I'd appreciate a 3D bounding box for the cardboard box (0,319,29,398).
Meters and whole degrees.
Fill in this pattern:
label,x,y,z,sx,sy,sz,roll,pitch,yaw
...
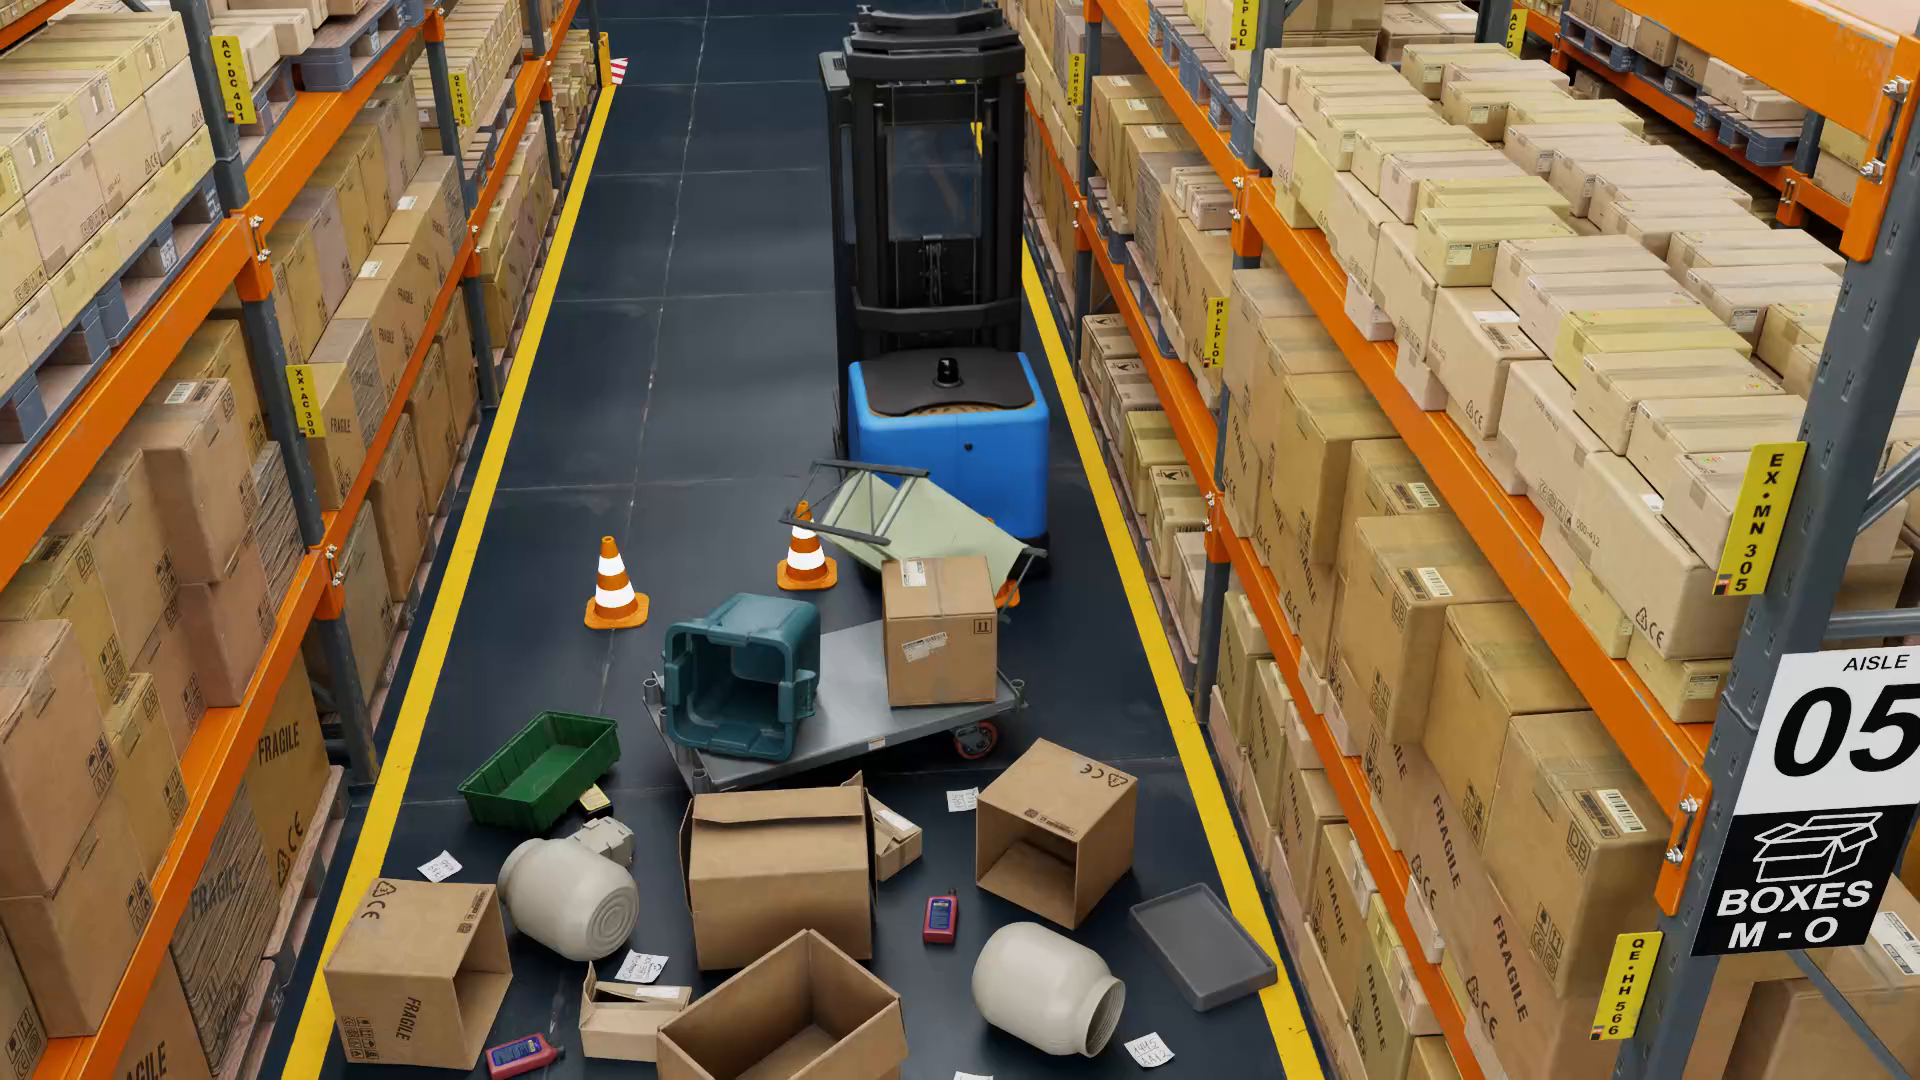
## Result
label,x,y,z,sx,sy,sz,roll,pitch,yaw
cardboard box,-2.733,-0.463,4.413,0.380,0.149,0.250,-2,31,-4

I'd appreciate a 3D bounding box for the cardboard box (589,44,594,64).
label,x,y,z,sx,sy,sz,roll,pitch,yaw
cardboard box,-4.040,-5.093,17.431,0.380,0.149,0.250,-4,31,-6

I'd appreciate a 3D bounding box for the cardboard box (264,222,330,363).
label,x,y,z,sx,sy,sz,roll,pitch,yaw
cardboard box,-3.354,-1.126,7.637,0.700,0.500,0.500,-3,31,-5

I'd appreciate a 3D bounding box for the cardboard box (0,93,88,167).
label,x,y,z,sx,sy,sz,roll,pitch,yaw
cardboard box,-2.805,-1.195,4.860,0.380,0.149,0.250,-3,31,-4

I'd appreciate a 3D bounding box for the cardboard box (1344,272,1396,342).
label,x,y,z,sx,sy,sz,roll,pitch,yaw
cardboard box,1.485,-0.773,5.439,0.380,0.149,0.250,-3,31,-6

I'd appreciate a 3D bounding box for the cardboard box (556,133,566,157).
label,x,y,z,sx,sy,sz,roll,pitch,yaw
cardboard box,-3.715,-3.507,14.776,0.380,0.149,0.250,-1,31,-2

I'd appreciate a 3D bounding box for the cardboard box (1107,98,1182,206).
label,x,y,z,sx,sy,sz,roll,pitch,yaw
cardboard box,1.161,-2.313,9.900,0.500,0.500,0.500,-1,31,-2

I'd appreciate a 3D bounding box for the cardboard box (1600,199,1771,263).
label,x,y,z,sx,sy,sz,roll,pitch,yaw
cardboard box,2.100,-0.876,4.834,0.380,0.149,0.250,-2,31,-4

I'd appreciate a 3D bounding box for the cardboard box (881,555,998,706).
label,x,y,z,sx,sy,sz,roll,pitch,yaw
cardboard box,-0.102,0.422,7.817,0.500,0.500,0.500,-3,31,-5

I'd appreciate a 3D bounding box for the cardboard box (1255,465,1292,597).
label,x,y,z,sx,sy,sz,roll,pitch,yaw
cardboard box,1.501,-0.104,6.611,0.500,0.500,0.500,-3,31,-5

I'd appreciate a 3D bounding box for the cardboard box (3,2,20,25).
label,x,y,z,sx,sy,sz,roll,pitch,yaw
cardboard box,-8.765,-4.757,15.034,0.380,0.149,0.250,-2,31,-4

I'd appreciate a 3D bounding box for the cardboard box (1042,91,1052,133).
label,x,y,z,sx,sy,sz,roll,pitch,yaw
cardboard box,0.893,-3.168,12.275,0.500,0.250,0.500,-3,31,-5

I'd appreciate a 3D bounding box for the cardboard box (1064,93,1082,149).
label,x,y,z,sx,sy,sz,roll,pitch,yaw
cardboard box,0.995,-2.854,11.262,0.500,0.250,0.500,-3,31,-5

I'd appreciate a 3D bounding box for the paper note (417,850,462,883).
label,x,y,z,sx,sy,sz,roll,pitch,yaw
paper note,-2.287,1.437,7.315,0.142,0.020,0.147,27,40,37

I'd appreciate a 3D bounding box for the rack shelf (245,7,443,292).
label,x,y,z,sx,sy,sz,roll,pitch,yaw
rack shelf,-3.439,-2.138,8.180,1.077,0.370,4.000,-3,31,-5

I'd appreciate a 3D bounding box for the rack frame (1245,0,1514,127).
label,x,y,z,sx,sy,sz,roll,pitch,yaw
rack frame,1.667,-3.002,6.001,1.000,3.000,0.127,-3,31,-5

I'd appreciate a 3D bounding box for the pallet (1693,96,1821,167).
label,x,y,z,sx,sy,sz,roll,pitch,yaw
pallet,6.102,-2.969,11.982,1.213,0.211,1.003,-3,31,-5

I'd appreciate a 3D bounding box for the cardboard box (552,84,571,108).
label,x,y,z,sx,sy,sz,roll,pitch,yaw
cardboard box,-3.854,-4.156,15.573,0.380,0.149,0.250,-2,31,-4

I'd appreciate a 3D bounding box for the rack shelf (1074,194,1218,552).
label,x,y,z,sx,sy,sz,roll,pitch,yaw
rack shelf,1.480,-1.139,9.433,1.077,0.370,4.000,-3,31,-5

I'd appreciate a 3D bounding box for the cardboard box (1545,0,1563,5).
label,x,y,z,sx,sy,sz,roll,pitch,yaw
cardboard box,5.571,-5.062,15.156,0.500,0.250,0.500,-2,31,-3

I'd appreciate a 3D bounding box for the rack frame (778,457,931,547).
label,x,y,z,sx,sy,sz,roll,pitch,yaw
rack frame,-0.556,-0.207,8.303,0.023,0.400,1.500,33,-9,-24

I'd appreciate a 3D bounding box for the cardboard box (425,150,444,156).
label,x,y,z,sx,sy,sz,roll,pitch,yaw
cardboard box,-3.466,-2.491,10.830,0.380,0.149,0.250,-3,31,-5

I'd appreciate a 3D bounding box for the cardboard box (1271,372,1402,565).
label,x,y,z,sx,sy,sz,roll,pitch,yaw
cardboard box,1.538,-0.272,5.917,0.700,0.500,0.500,-3,31,-6

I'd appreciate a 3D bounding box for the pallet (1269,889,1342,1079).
label,x,y,z,sx,sy,sz,roll,pitch,yaw
pallet,1.882,1.736,6.638,1.003,0.211,1.213,-3,31,-5

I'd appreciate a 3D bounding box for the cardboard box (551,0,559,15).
label,x,y,z,sx,sy,sz,roll,pitch,yaw
cardboard box,-3.848,-4.910,14.658,0.500,0.500,0.500,-3,31,-5

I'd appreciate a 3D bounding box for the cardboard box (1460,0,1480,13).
label,x,y,z,sx,sy,sz,roll,pitch,yaw
cardboard box,5.450,-5.585,18.199,0.797,0.503,0.637,-4,31,-7

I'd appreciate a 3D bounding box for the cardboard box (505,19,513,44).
label,x,y,z,sx,sy,sz,roll,pitch,yaw
cardboard box,-3.719,-3.967,13.012,0.380,0.149,0.250,-1,31,-2

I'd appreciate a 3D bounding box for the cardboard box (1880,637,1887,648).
label,x,y,z,sx,sy,sz,roll,pitch,yaw
cardboard box,2.220,0.121,3.942,0.380,0.149,0.250,-4,31,-6

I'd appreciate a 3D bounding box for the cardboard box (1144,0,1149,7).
label,x,y,z,sx,sy,sz,roll,pitch,yaw
cardboard box,1.372,-3.315,9.352,0.700,0.500,0.500,-3,31,-5

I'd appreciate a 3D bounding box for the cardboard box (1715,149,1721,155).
label,x,y,z,sx,sy,sz,roll,pitch,yaw
cardboard box,6.340,-3.173,13.532,0.380,0.149,0.250,-4,31,-7

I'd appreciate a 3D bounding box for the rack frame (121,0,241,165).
label,x,y,z,sx,sy,sz,roll,pitch,yaw
rack frame,-3.252,-2.713,5.517,1.000,3.000,0.127,-3,31,-5

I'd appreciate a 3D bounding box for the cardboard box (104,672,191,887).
label,x,y,z,sx,sy,sz,roll,pitch,yaw
cardboard box,-3.049,0.812,5.318,0.875,0.550,0.500,-3,31,-5

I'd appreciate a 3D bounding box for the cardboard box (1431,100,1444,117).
label,x,y,z,sx,sy,sz,roll,pitch,yaw
cardboard box,1.977,-1.564,6.375,0.500,0.250,0.500,-3,31,-5

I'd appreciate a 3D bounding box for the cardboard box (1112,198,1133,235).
label,x,y,z,sx,sy,sz,roll,pitch,yaw
cardboard box,1.116,-1.937,9.903,0.380,0.149,0.250,-3,31,-4

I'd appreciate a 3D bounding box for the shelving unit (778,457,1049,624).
label,x,y,z,sx,sy,sz,roll,pitch,yaw
shelving unit,-0.276,-0.023,8.451,0.755,0.431,1.500,33,-9,-24

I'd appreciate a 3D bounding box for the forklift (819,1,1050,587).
label,x,y,z,sx,sy,sz,roll,pitch,yaw
forklift,-0.218,-1.738,9.802,1.130,2.935,3.031,-4,31,-7

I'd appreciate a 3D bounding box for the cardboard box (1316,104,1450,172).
label,x,y,z,sx,sy,sz,roll,pitch,yaw
cardboard box,1.439,-1.370,5.661,0.380,0.149,0.250,-3,31,-5

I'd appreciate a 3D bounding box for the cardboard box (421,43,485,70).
label,x,y,z,sx,sy,sz,roll,pitch,yaw
cardboard box,-3.600,-3.424,11.813,0.380,0.149,0.250,-2,31,-3

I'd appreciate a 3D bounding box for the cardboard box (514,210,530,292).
label,x,y,z,sx,sy,sz,roll,pitch,yaw
cardboard box,-3.541,-2.179,12.501,0.500,0.500,0.500,-4,31,-6

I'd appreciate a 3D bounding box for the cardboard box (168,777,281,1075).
label,x,y,z,sx,sy,sz,roll,pitch,yaw
cardboard box,-3.175,1.379,6.179,0.875,0.875,0.875,-3,31,-4

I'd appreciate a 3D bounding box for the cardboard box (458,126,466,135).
label,x,y,z,sx,sy,sz,roll,pitch,yaw
cardboard box,-3.498,-2.775,11.016,0.380,0.149,0.250,-1,31,-2

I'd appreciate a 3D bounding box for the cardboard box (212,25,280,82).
label,x,y,z,sx,sy,sz,roll,pitch,yaw
cardboard box,-3.102,-2.082,7.124,0.250,0.149,0.380,-3,31,-5

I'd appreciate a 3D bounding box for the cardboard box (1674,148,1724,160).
label,x,y,z,sx,sy,sz,roll,pitch,yaw
cardboard box,5.841,-3.012,13.264,0.380,0.149,0.250,-4,31,-7

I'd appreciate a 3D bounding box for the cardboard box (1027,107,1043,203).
label,x,y,z,sx,sy,sz,roll,pitch,yaw
cardboard box,1.057,-3.466,14.291,0.875,0.875,0.875,-2,31,-3

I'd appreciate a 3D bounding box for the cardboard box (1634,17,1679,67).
label,x,y,z,sx,sy,sz,roll,pitch,yaw
cardboard box,5.806,-4.051,13.100,0.700,0.500,0.500,-3,31,-5

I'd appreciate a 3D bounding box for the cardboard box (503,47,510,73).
label,x,y,z,sx,sy,sz,roll,pitch,yaw
cardboard box,-3.696,-3.713,12.877,0.380,0.149,0.250,-4,31,-7

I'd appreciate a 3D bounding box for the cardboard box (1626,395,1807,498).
label,x,y,z,sx,sy,sz,roll,pitch,yaw
cardboard box,1.729,-0.199,3.700,0.380,0.149,0.250,-2,31,-4

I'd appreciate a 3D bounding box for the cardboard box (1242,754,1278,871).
label,x,y,z,sx,sy,sz,roll,pitch,yaw
cardboard box,1.515,1.160,7.155,0.500,0.250,0.500,-1,31,-2

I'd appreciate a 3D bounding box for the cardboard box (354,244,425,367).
label,x,y,z,sx,sy,sz,roll,pitch,yaw
cardboard box,-3.172,-1.234,8.794,0.500,0.500,0.500,-2,31,-4

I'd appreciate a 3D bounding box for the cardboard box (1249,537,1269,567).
label,x,y,z,sx,sy,sz,roll,pitch,yaw
cardboard box,1.452,-0.016,7.097,0.380,0.149,0.250,-2,31,-3

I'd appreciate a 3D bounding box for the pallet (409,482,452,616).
label,x,y,z,sx,sy,sz,roll,pitch,yaw
pallet,-3.516,0.045,9.469,1.003,0.211,1.213,-3,31,-5

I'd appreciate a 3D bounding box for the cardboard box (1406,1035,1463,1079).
label,x,y,z,sx,sy,sz,roll,pitch,yaw
cardboard box,1.706,1.897,5.189,0.500,0.500,0.500,-3,31,-4

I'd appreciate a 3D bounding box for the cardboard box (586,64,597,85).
label,x,y,z,sx,sy,sz,roll,pitch,yaw
cardboard box,-3.991,-4.836,17.291,0.380,0.149,0.250,-2,31,-3

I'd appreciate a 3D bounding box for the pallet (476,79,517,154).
label,x,y,z,sx,sy,sz,roll,pitch,yaw
pallet,-3.851,-3.106,12.212,1.003,0.211,1.213,-3,31,-5

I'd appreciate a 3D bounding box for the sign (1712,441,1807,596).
label,x,y,z,sx,sy,sz,roll,pitch,yaw
sign,1.486,-0.036,3.096,0.100,0.325,0.005,-3,31,-5
